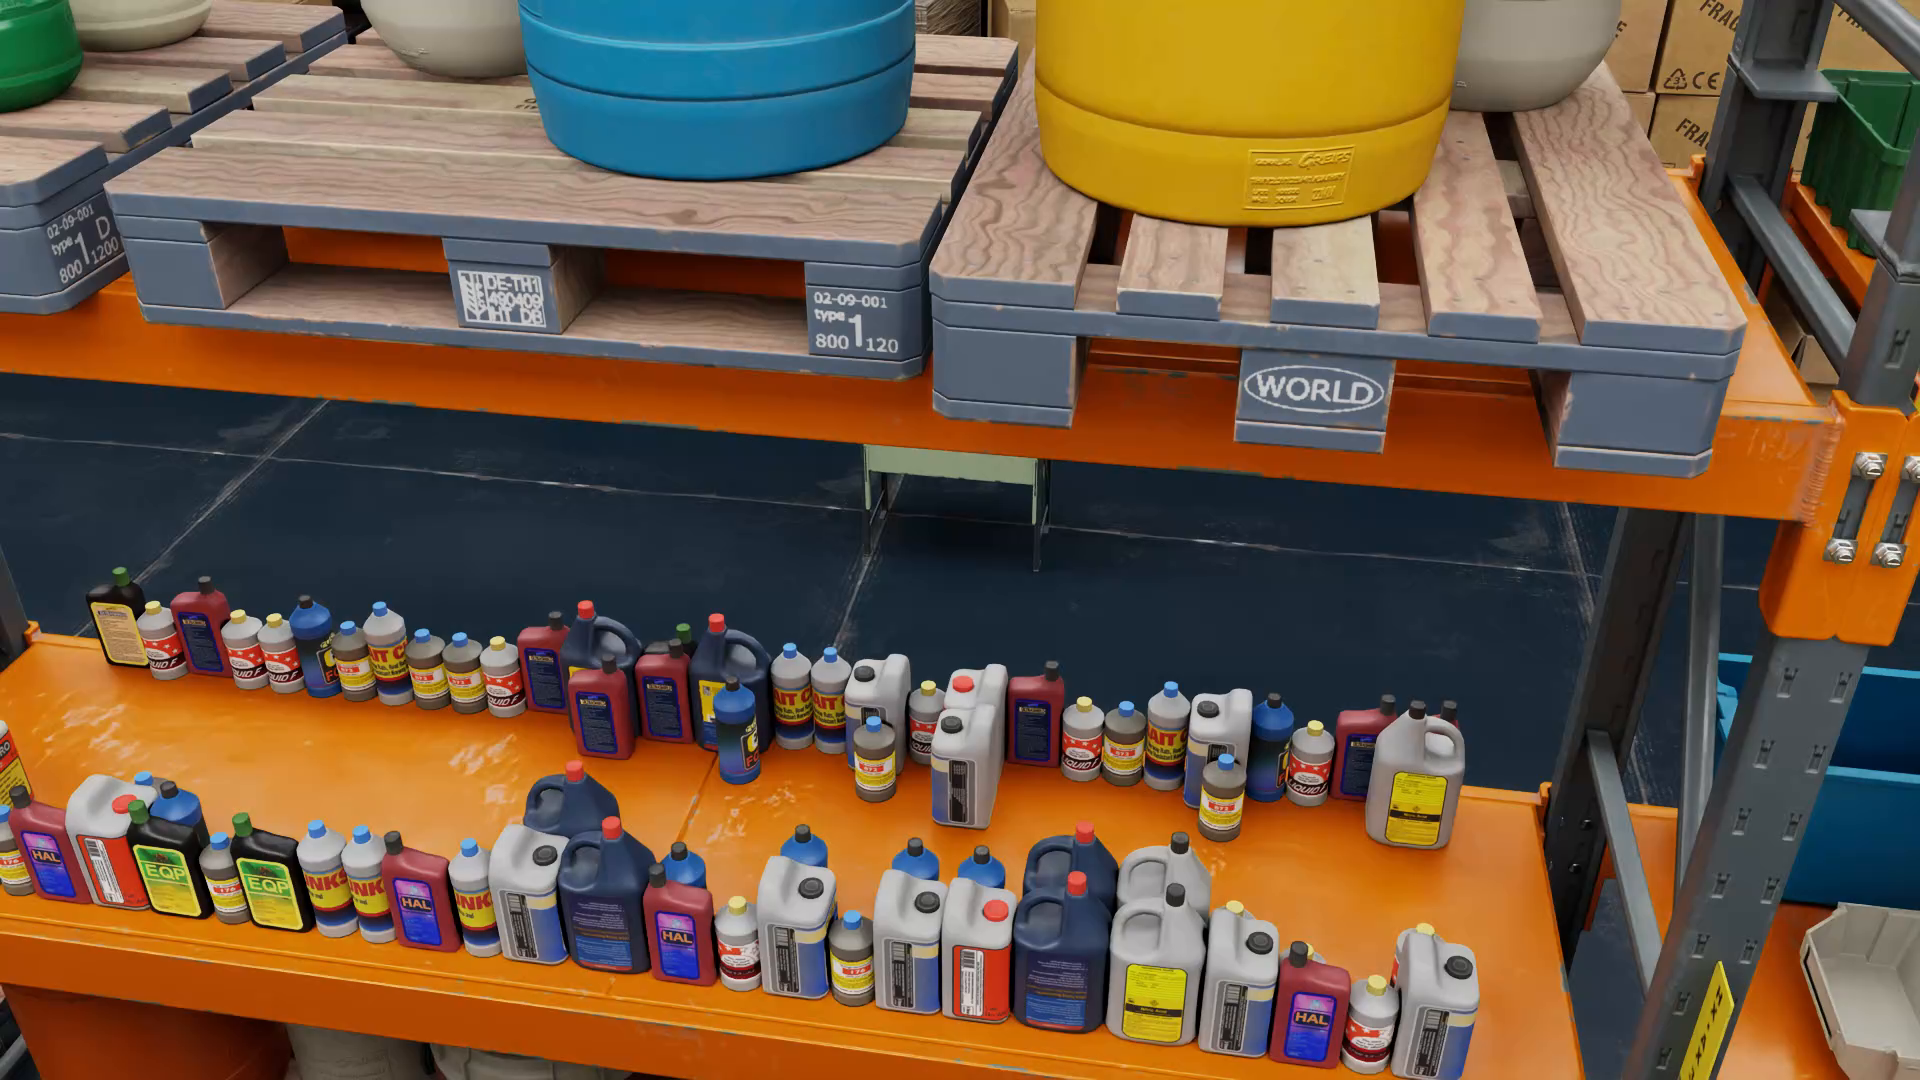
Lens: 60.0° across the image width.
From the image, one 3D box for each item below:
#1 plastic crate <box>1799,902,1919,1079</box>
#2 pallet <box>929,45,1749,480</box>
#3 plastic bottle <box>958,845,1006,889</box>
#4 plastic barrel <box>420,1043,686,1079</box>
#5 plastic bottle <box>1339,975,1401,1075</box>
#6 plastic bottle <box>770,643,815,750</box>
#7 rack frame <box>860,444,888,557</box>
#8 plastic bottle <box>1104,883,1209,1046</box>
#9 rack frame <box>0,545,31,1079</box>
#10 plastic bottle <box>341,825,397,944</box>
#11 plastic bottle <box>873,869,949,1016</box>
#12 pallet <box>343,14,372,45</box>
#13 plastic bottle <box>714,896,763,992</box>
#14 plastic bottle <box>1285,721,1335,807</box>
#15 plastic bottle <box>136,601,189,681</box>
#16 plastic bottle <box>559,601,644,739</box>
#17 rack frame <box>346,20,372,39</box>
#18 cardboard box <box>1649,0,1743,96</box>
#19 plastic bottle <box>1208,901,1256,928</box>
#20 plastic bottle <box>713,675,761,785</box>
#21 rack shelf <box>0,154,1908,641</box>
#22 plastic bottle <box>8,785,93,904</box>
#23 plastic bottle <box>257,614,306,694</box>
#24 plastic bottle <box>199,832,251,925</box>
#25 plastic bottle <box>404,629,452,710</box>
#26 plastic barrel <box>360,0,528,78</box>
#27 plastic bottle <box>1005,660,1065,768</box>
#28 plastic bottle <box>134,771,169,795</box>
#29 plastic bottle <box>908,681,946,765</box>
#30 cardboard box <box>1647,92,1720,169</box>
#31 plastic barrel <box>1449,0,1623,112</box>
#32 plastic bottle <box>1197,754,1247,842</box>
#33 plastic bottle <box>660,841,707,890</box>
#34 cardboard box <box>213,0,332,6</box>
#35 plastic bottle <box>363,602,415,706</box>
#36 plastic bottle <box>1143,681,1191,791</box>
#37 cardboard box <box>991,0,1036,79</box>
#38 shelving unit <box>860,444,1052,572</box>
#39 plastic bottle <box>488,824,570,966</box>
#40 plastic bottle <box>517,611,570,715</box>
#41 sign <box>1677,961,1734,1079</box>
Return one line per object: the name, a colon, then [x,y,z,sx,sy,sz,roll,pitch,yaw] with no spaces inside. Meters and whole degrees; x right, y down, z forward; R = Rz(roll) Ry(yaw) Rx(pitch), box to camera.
plastic crate: [1.775,0.890,3.193,0.243,0.136,0.396,5,32,8]
pallet: [0.552,-0.523,2.609,1.003,0.211,1.213,5,32,8]
plastic bottle: [0.043,0.731,3.376,0.097,0.271,0.097,0,32,0]
plastic barrel: [-1.004,1.310,4.207,0.708,0.588,0.600,5,32,8]
plastic bottle: [0.779,0.910,3.157,0.097,0.201,0.097,0,32,0]
plastic bottle: [-0.398,0.365,3.961,0.097,0.271,0.097,0,32,0]
rack frame: [-0.367,-0.669,6.905,0.023,1.500,0.400,5,32,8]
plastic bottle: [0.380,0.798,3.195,0.185,0.351,0.144,5,32,8]
rack frame: [-2.602,0.331,3.895,0.127,3.000,1.000,5,32,8]
plastic bottle: [-1.209,0.700,3.426,0.097,0.271,0.097,0,32,0]
plastic bottle: [-0.092,0.784,3.287,0.135,0.276,0.152,5,32,8]
pallet: [-5.546,-4.067,13.549,1.213,0.211,1.003,5,32,8]
plastic bottle: [-0.440,0.799,3.333,0.097,0.201,0.097,0,32,0]
plastic bottle: [0.803,0.503,3.806,0.097,0.201,0.097,0,32,0]
plastic bottle: [-2.021,0.248,4.215,0.097,0.201,0.097,0,32,0]
plastic bottle: [-0.855,0.302,3.986,0.185,0.351,0.144,5,32,8]
rack frame: [-4.878,-5.208,12.743,0.127,3.000,1.000,5,32,8]
cardboard box: [3.104,-2.134,6.795,0.500,0.500,0.500,4,32,7]
plastic bottle: [0.540,0.806,3.322,0.097,0.201,0.097,0,32,0]
plastic bottle: [-0.519,0.432,3.855,0.097,0.271,0.097,0,32,0]
rack shelf: [-0.631,-0.458,3.005,4.000,0.370,1.077,5,32,8]
plastic bottle: [-1.914,0.641,3.509,0.133,0.283,0.061,5,32,8]
plastic bottle: [-1.698,0.277,4.168,0.097,0.201,0.097,0,32,0]
plastic bottle: [-1.533,0.700,3.491,0.097,0.201,0.097,0,32,0]
plastic bottle: [-1.314,0.312,4.112,0.097,0.201,0.097,0,32,0]
plastic barrel: [-0.829,-1.097,2.825,0.433,0.535,0.433,0,32,0]
plastic bottle: [0.176,0.402,3.891,0.133,0.283,0.061,5,32,8]
plastic bottle: [-1.771,0.597,3.657,0.097,0.201,0.097,0,32,0]
plastic bottle: [-0.074,0.424,3.933,0.097,0.201,0.097,0,32,0]
cardboard box: [3.140,-1.713,7.065,0.500,0.500,0.500,6,32,9]
plastic barrel: [0.864,-0.998,2.666,0.433,0.535,0.433,0,32,0]
plastic bottle: [0.585,0.565,3.707,0.097,0.201,0.097,0,32,0]
plastic bottle: [-0.561,0.726,3.384,0.097,0.271,0.097,0,32,0]
cardboard box: [-3.422,-2.443,8.232,0.500,0.500,0.500,3,32,6]
plastic bottle: [-1.410,0.273,4.108,0.097,0.271,0.097,0,32,0]
plastic bottle: [0.478,0.444,3.834,0.097,0.271,0.097,0,32,0]
cardboard box: [0.426,-2.249,7.525,0.500,0.500,0.700,-3,32,-4]
shelving unit: [-0.007,-0.636,6.853,0.755,1.500,0.431,5,32,8]
plastic bottle: [-0.863,0.715,3.398,0.135,0.276,0.152,5,32,8]
plastic bottle: [-1.005,0.295,4.062,0.133,0.283,0.061,5,32,8]
sign: [1.246,0.858,2.792,0.005,0.325,0.100,5,32,8]
